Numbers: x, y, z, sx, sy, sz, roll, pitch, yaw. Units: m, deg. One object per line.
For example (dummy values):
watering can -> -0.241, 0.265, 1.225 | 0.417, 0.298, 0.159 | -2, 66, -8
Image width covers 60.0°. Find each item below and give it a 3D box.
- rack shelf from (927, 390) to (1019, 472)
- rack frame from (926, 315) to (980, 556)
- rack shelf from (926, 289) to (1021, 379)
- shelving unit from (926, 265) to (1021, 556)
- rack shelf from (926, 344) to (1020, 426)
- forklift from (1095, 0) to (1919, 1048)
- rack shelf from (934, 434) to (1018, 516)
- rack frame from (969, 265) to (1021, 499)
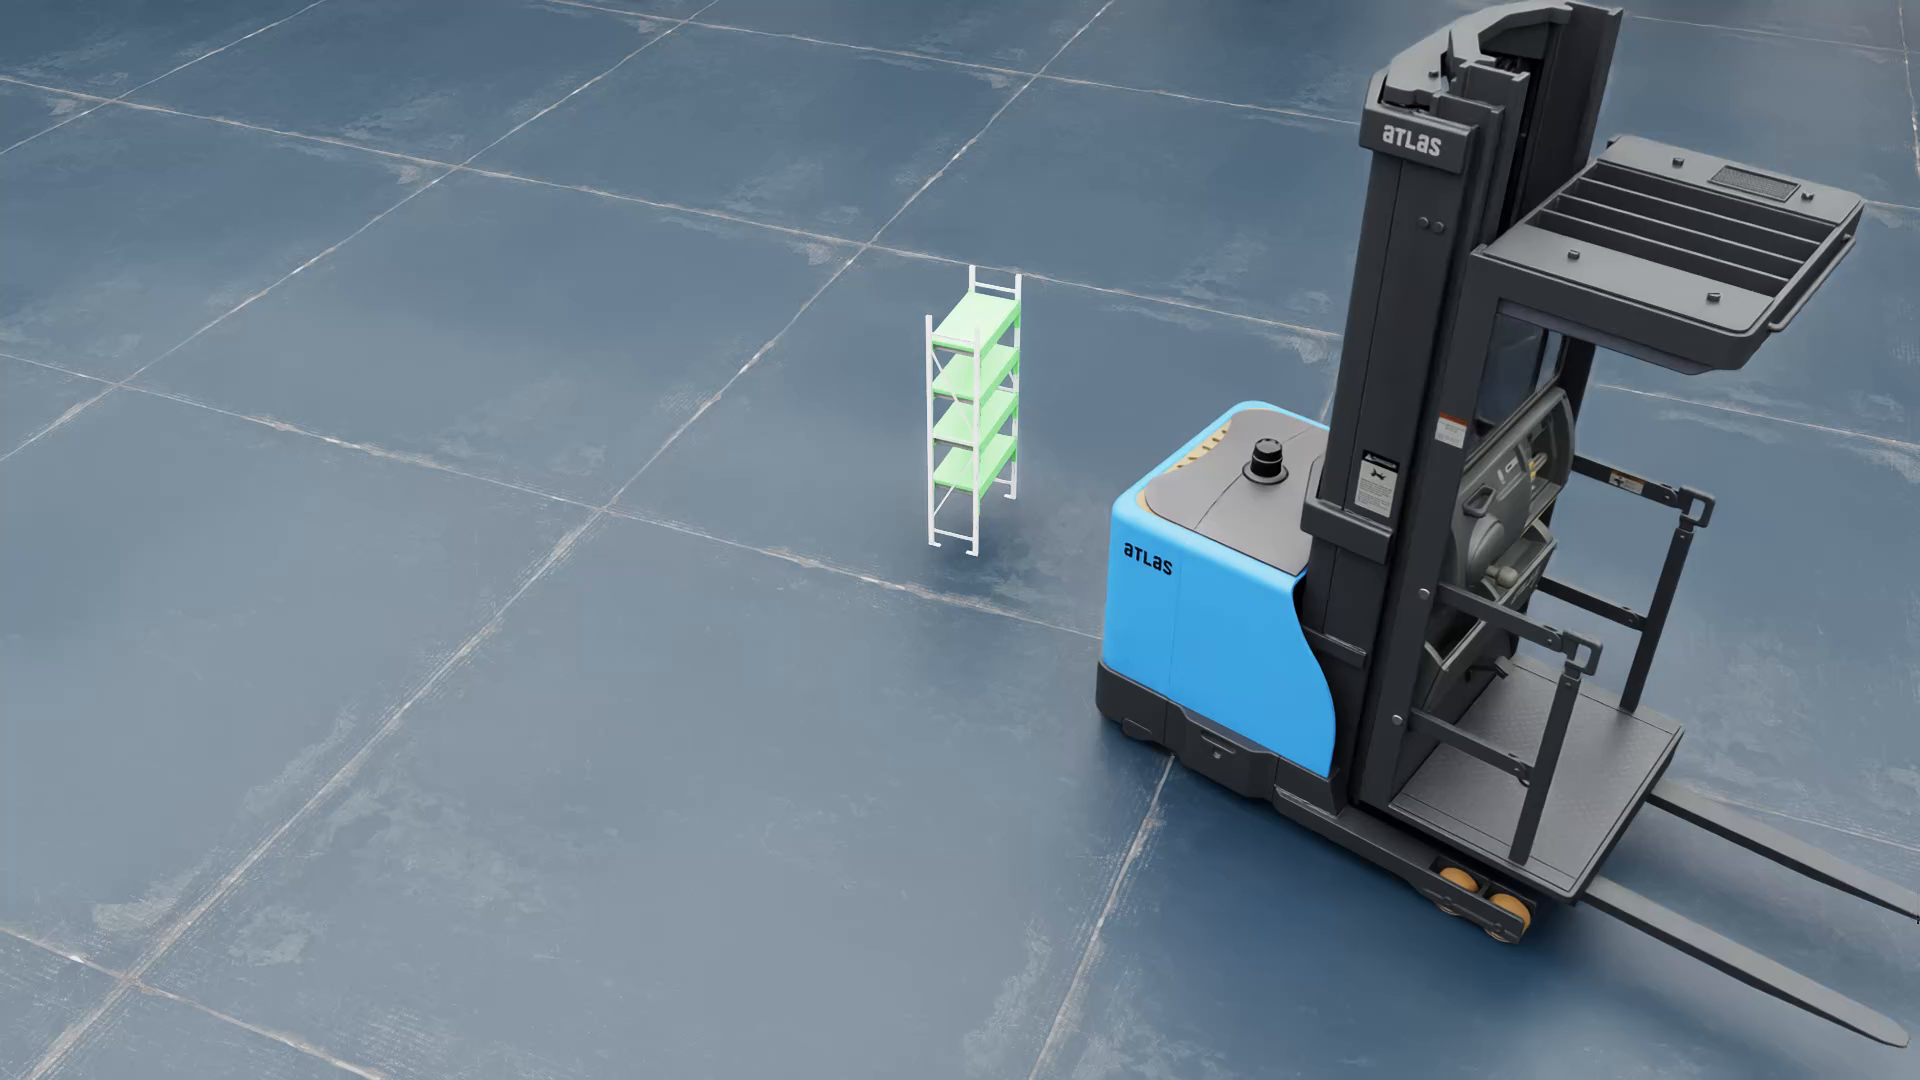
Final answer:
rack shelf -> 0.063, -0.521, 7.552 | 0.258, 0.148, 0.480 | 14, 39, 18
rack frame -> -0.030, -0.437, 7.333 | 0.240, 1.200, 0.015 | 14, 39, 18
rack shelf -> 0.063, -0.906, 7.264 | 0.258, 0.148, 0.480 | 14, 39, 18
shelving unit -> 0.063, -0.572, 7.513 | 0.258, 1.200, 0.503 | 14, 39, 18
rack shelf -> 0.063, -0.713, 7.408 | 0.258, 0.148, 0.480 | 14, 39, 18
forklift -> 2.013, -0.121, 5.464 | 3.031, 2.935, 1.130 | 26, 44, 30
rack shelf -> 0.063, -0.329, 7.695 | 0.258, 0.148, 0.480 | 14, 39, 18
rack frame -> 0.156, -0.707, 7.694 | 0.240, 1.200, 0.015 | 14, 39, 18
